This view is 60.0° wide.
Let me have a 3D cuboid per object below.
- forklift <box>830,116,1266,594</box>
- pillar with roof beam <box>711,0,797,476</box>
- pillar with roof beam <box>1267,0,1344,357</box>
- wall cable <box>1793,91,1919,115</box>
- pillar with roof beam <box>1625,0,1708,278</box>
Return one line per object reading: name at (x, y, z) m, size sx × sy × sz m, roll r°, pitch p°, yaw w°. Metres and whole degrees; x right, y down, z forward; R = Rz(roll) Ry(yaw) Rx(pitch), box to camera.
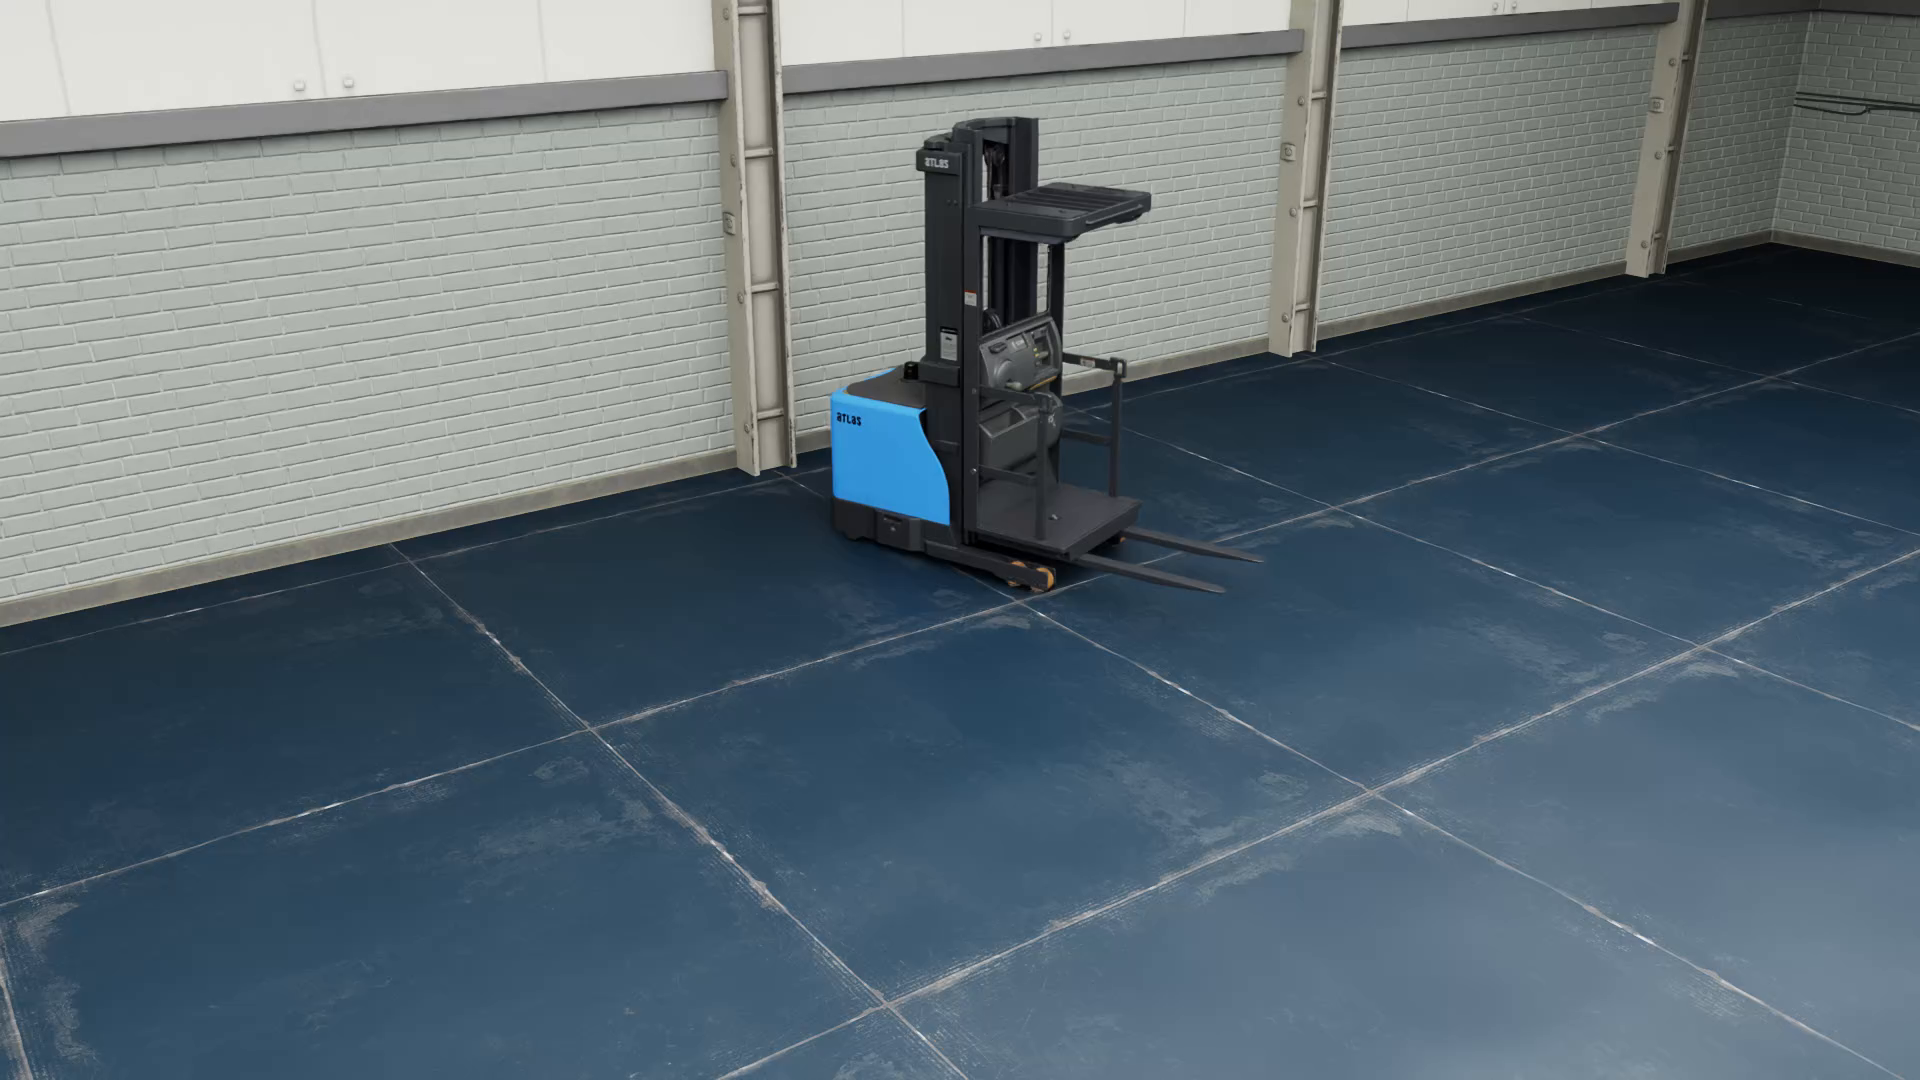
forklift at (0.583, -1.236, 11.039) m, size 3.031 × 2.935 × 1.130 m, roll 14°, pitch 26°, yaw 31°
pillar with roof beam at (0.955, -3.478, 8.471) m, size 0.400 × 9.000 × 9.100 m, roll -15°, pitch 26°, yaw -33°
pillar with roof beam at (5.826, -4.777, 11.726) m, size 0.400 × 9.000 × 9.100 m, roll -15°, pitch 26°, yaw -33°
wall cable at (11.346, -6.168, 19.403) m, size 0.112 × 2.526 × 3.097 m, roll -15°, pitch 26°, yaw -33°
pillar with roof beam at (10.696, -6.076, 14.980) m, size 0.400 × 9.000 × 9.100 m, roll -15°, pitch 26°, yaw -33°
